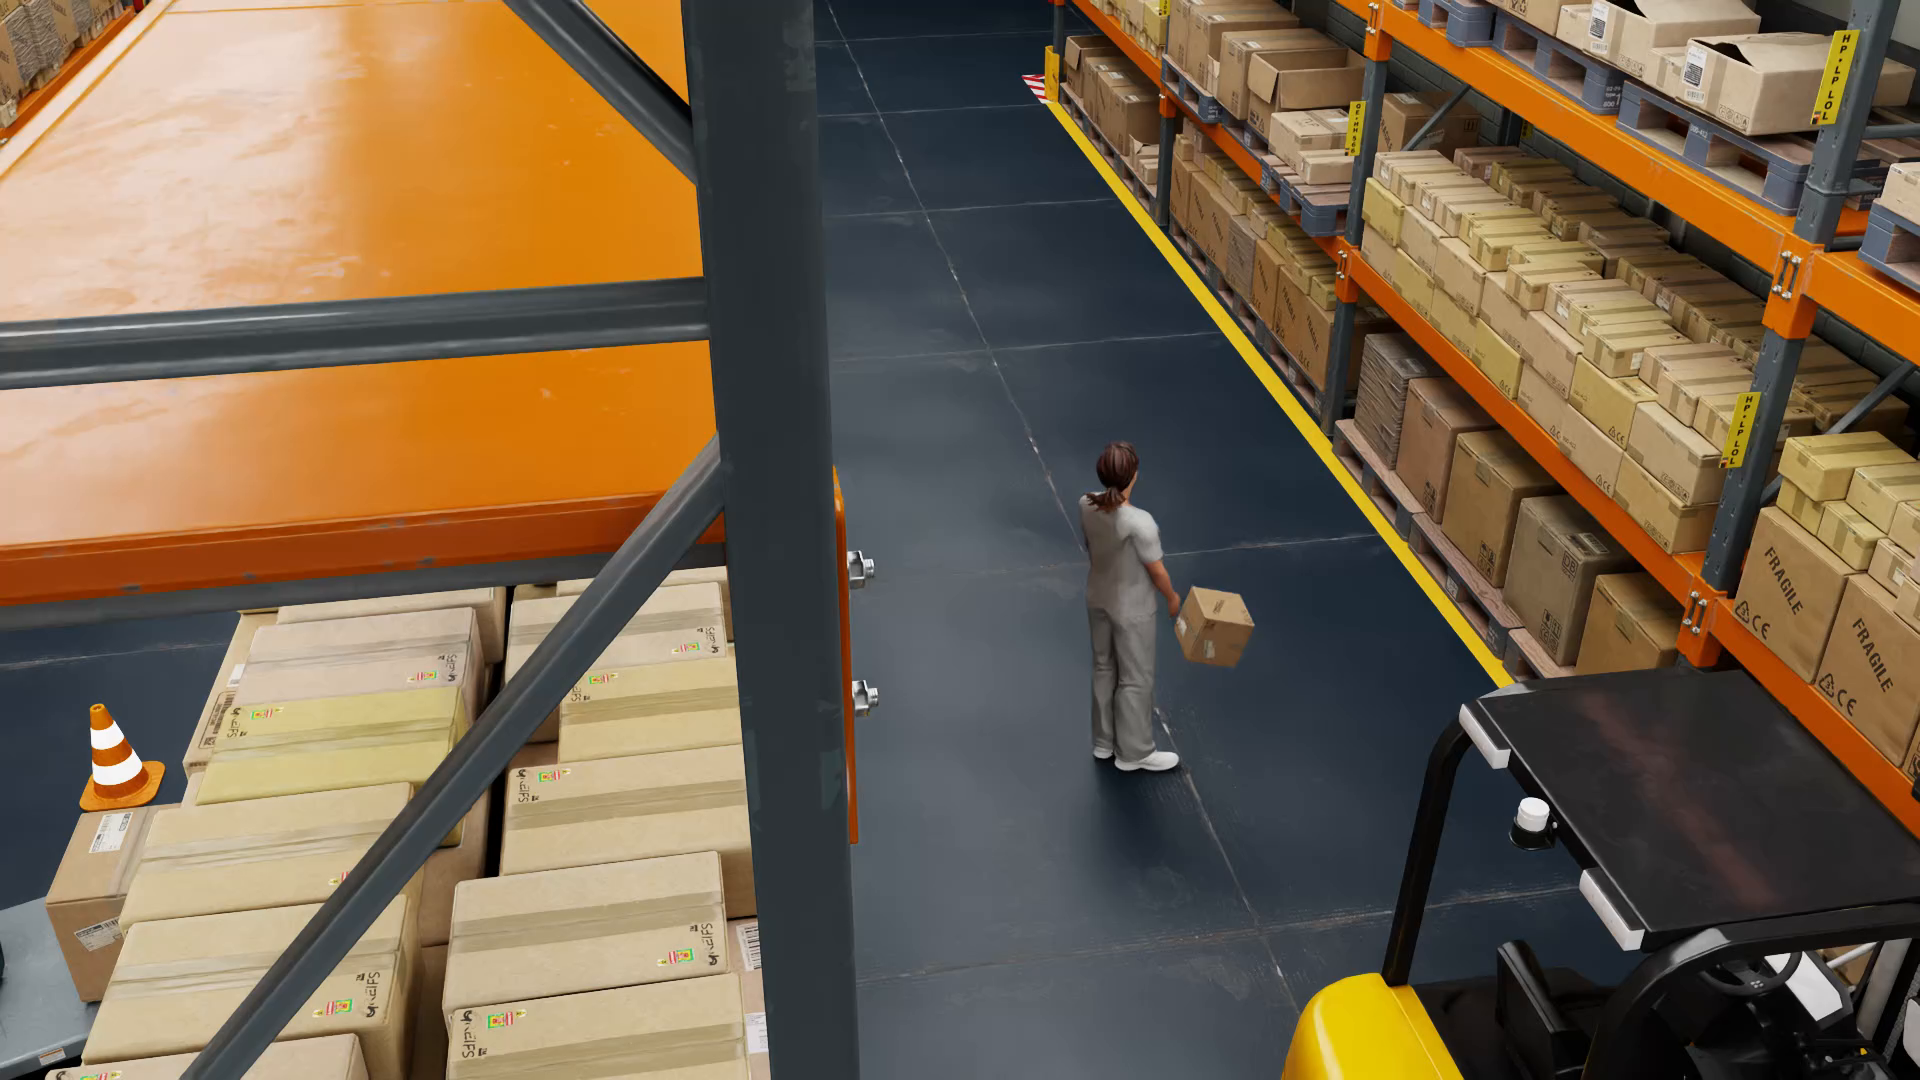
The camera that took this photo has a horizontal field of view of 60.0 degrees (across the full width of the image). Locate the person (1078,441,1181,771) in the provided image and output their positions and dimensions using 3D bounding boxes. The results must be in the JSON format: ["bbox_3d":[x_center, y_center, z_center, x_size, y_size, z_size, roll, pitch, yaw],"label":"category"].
[{"bbox_3d":[0.763,0.305,7.601,0.441,1.680,0.527,-24,38,-34],"label":"person"}]
